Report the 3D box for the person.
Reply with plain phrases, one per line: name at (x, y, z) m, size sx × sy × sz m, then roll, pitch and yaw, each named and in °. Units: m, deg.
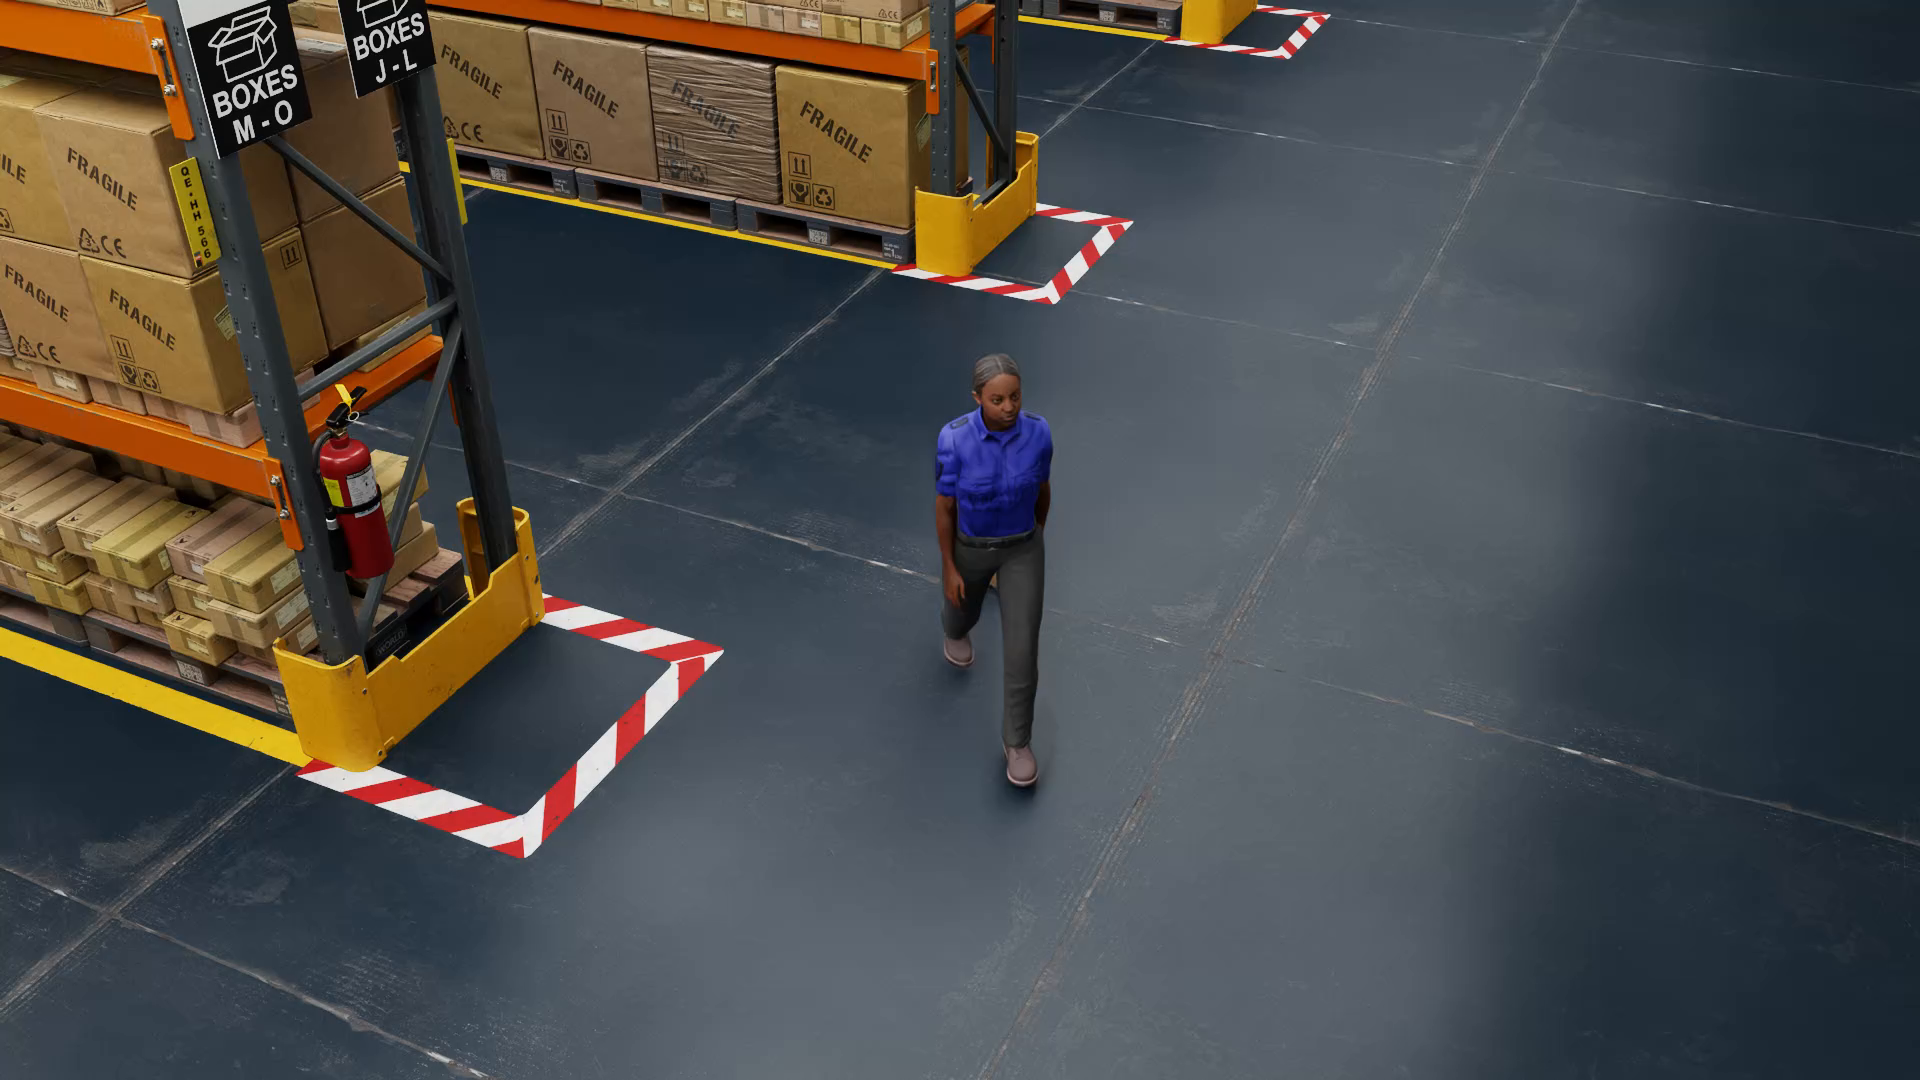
person at (0.119, 0.013, 6.126) m, size 0.435 × 1.610 × 0.961 m, roll -4°, pitch 34°, yaw -6°
